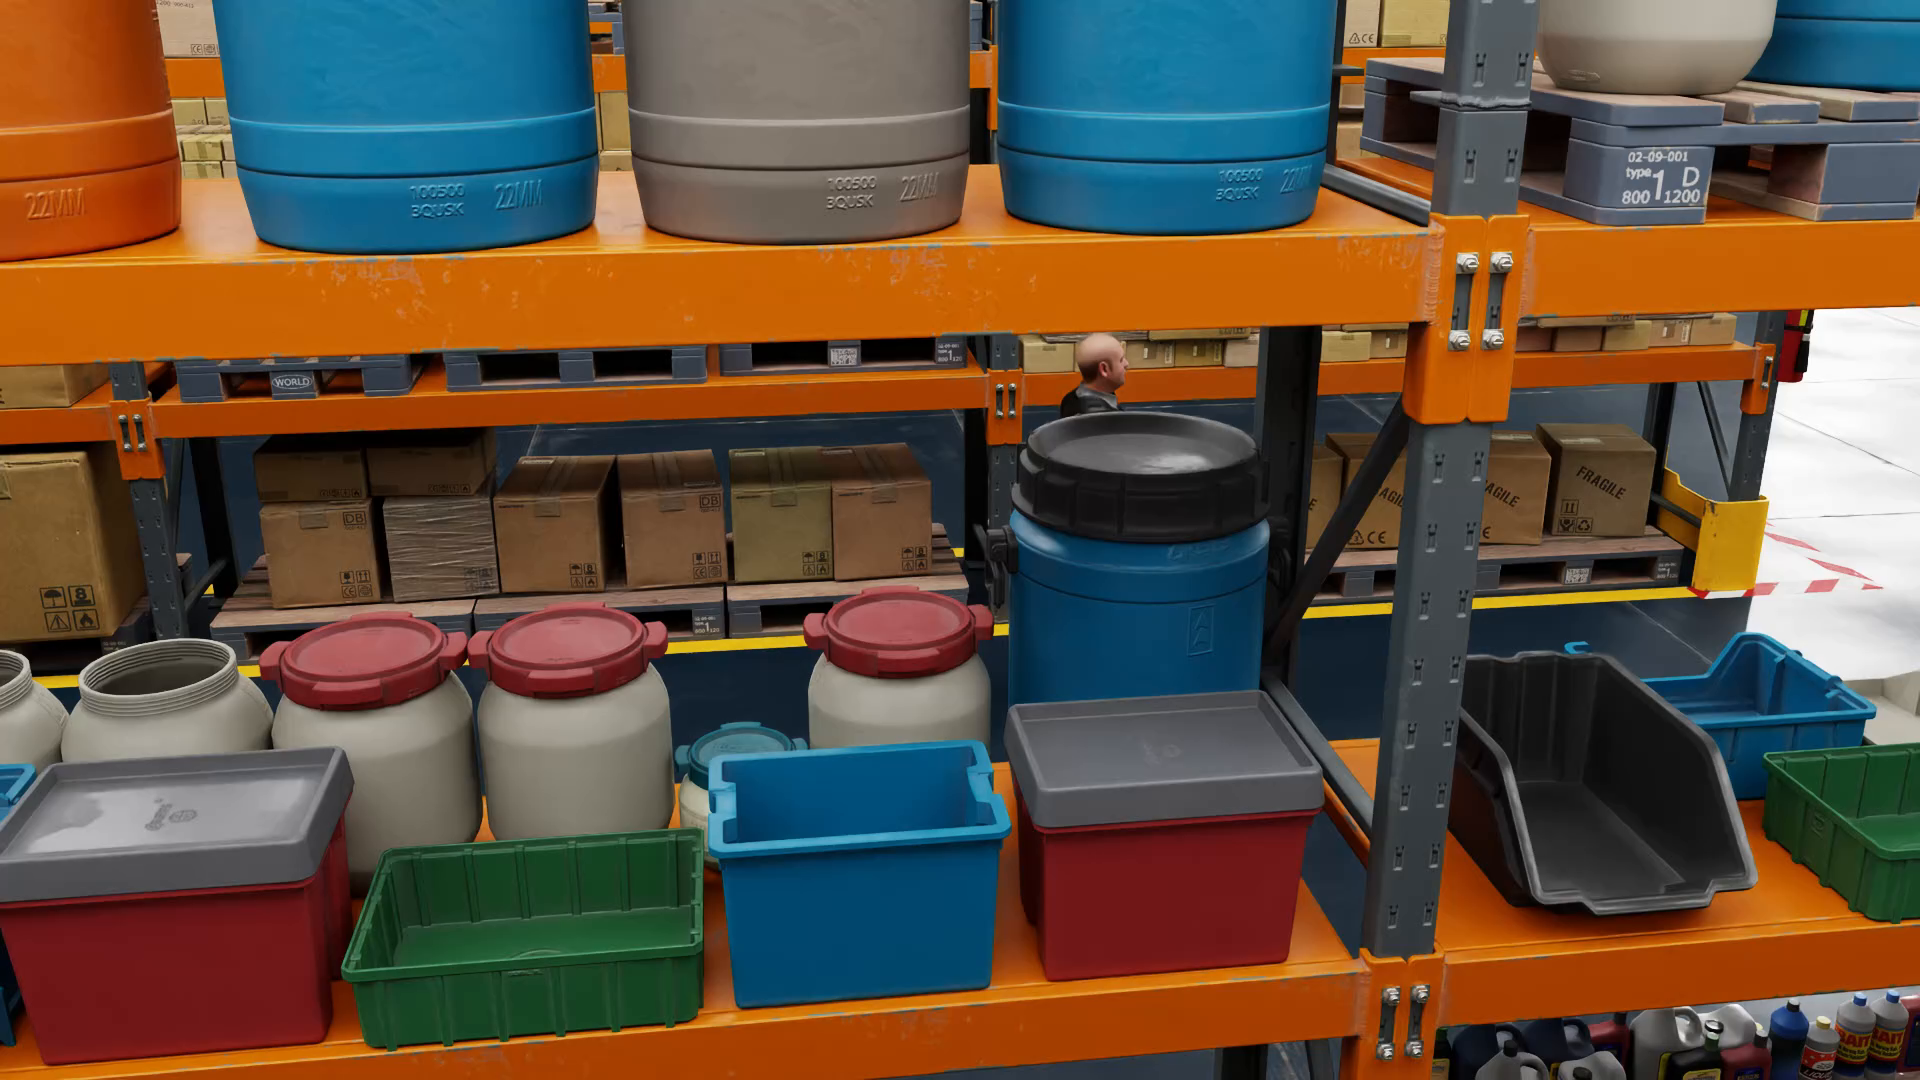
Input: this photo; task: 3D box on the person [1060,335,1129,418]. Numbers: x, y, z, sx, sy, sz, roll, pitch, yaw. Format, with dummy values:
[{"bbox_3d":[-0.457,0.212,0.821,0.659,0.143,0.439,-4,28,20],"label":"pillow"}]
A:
[{"bbox_3d":[0.622,-0.039,7.242,0.361,1.740,0.535,-2,20,-6],"label":"person"}]
